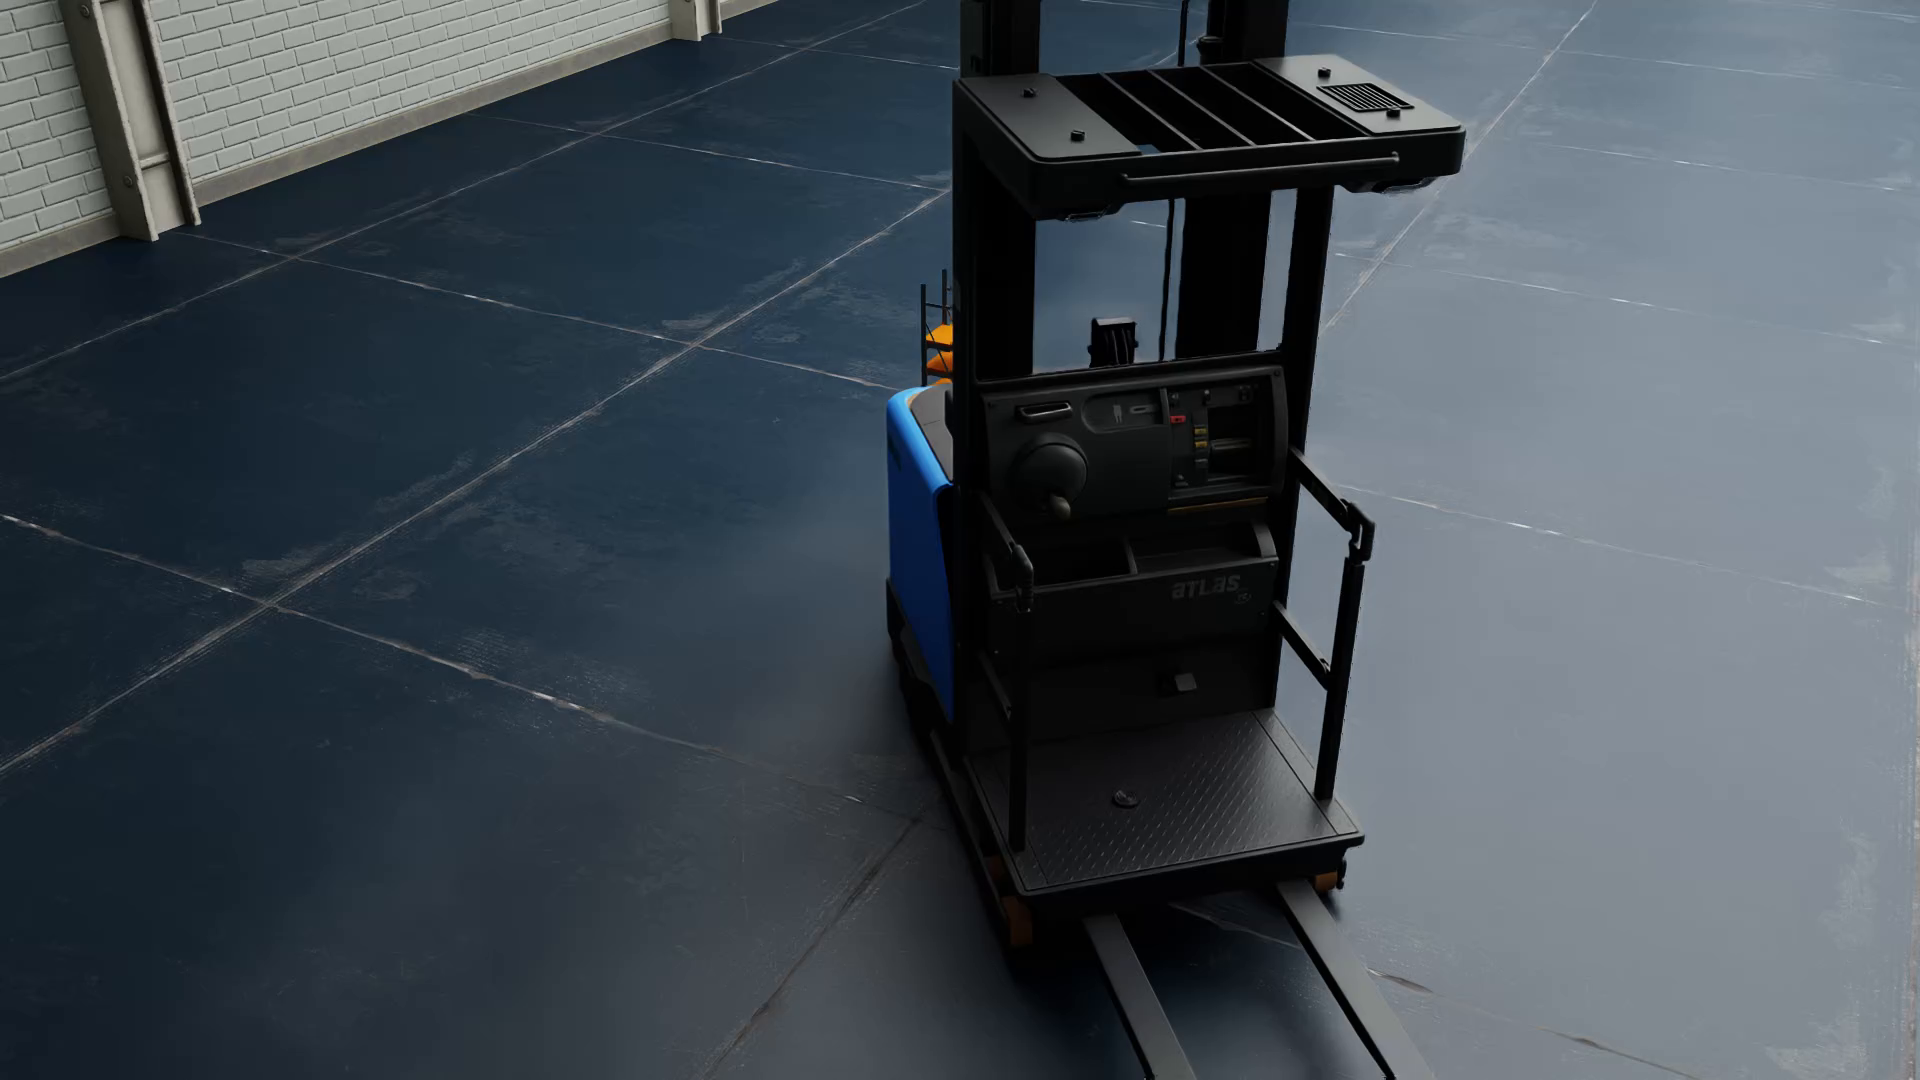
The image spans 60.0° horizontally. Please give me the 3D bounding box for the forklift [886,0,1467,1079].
[{"bbox_3d":[0.580,-0.237,4.720,1.130,2.935,3.031,-7,31,-13],"label":"forklift"}]

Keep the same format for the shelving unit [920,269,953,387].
[{"bbox_3d":[-0.007,-0.514,6.940,0.258,1.200,0.189,14,33,23],"label":"shelving unit"}]

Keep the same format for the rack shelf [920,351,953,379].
[{"bbox_3d":[-0.007,-0.683,6.843,0.258,0.103,0.180,14,33,23],"label":"rack shelf"}]

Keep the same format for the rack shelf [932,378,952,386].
[{"bbox_3d":[-0.007,-0.579,6.902,0.258,0.103,0.180,14,33,23],"label":"rack shelf"}]

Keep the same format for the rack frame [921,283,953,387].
[{"bbox_3d":[-0.048,-0.473,6.869,0.240,1.200,0.006,14,33,23],"label":"rack frame"}]

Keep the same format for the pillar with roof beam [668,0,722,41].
[{"bbox_3d":[1.393,-7.602,11.451,9.100,9.000,0.400,14,33,23],"label":"pillar with roof beam"}]

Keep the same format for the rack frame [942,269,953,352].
[{"bbox_3d":[0.035,-0.554,7.011,0.240,1.200,0.006,14,33,23],"label":"rack frame"}]

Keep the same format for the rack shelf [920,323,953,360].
[{"bbox_3d":[-0.007,-0.788,6.783,0.258,0.103,0.180,14,33,23],"label":"rack shelf"}]

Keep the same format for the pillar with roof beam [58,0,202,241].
[{"bbox_3d":[-1.340,-4.942,6.819,9.100,9.000,0.400,14,33,23],"label":"pillar with roof beam"}]
